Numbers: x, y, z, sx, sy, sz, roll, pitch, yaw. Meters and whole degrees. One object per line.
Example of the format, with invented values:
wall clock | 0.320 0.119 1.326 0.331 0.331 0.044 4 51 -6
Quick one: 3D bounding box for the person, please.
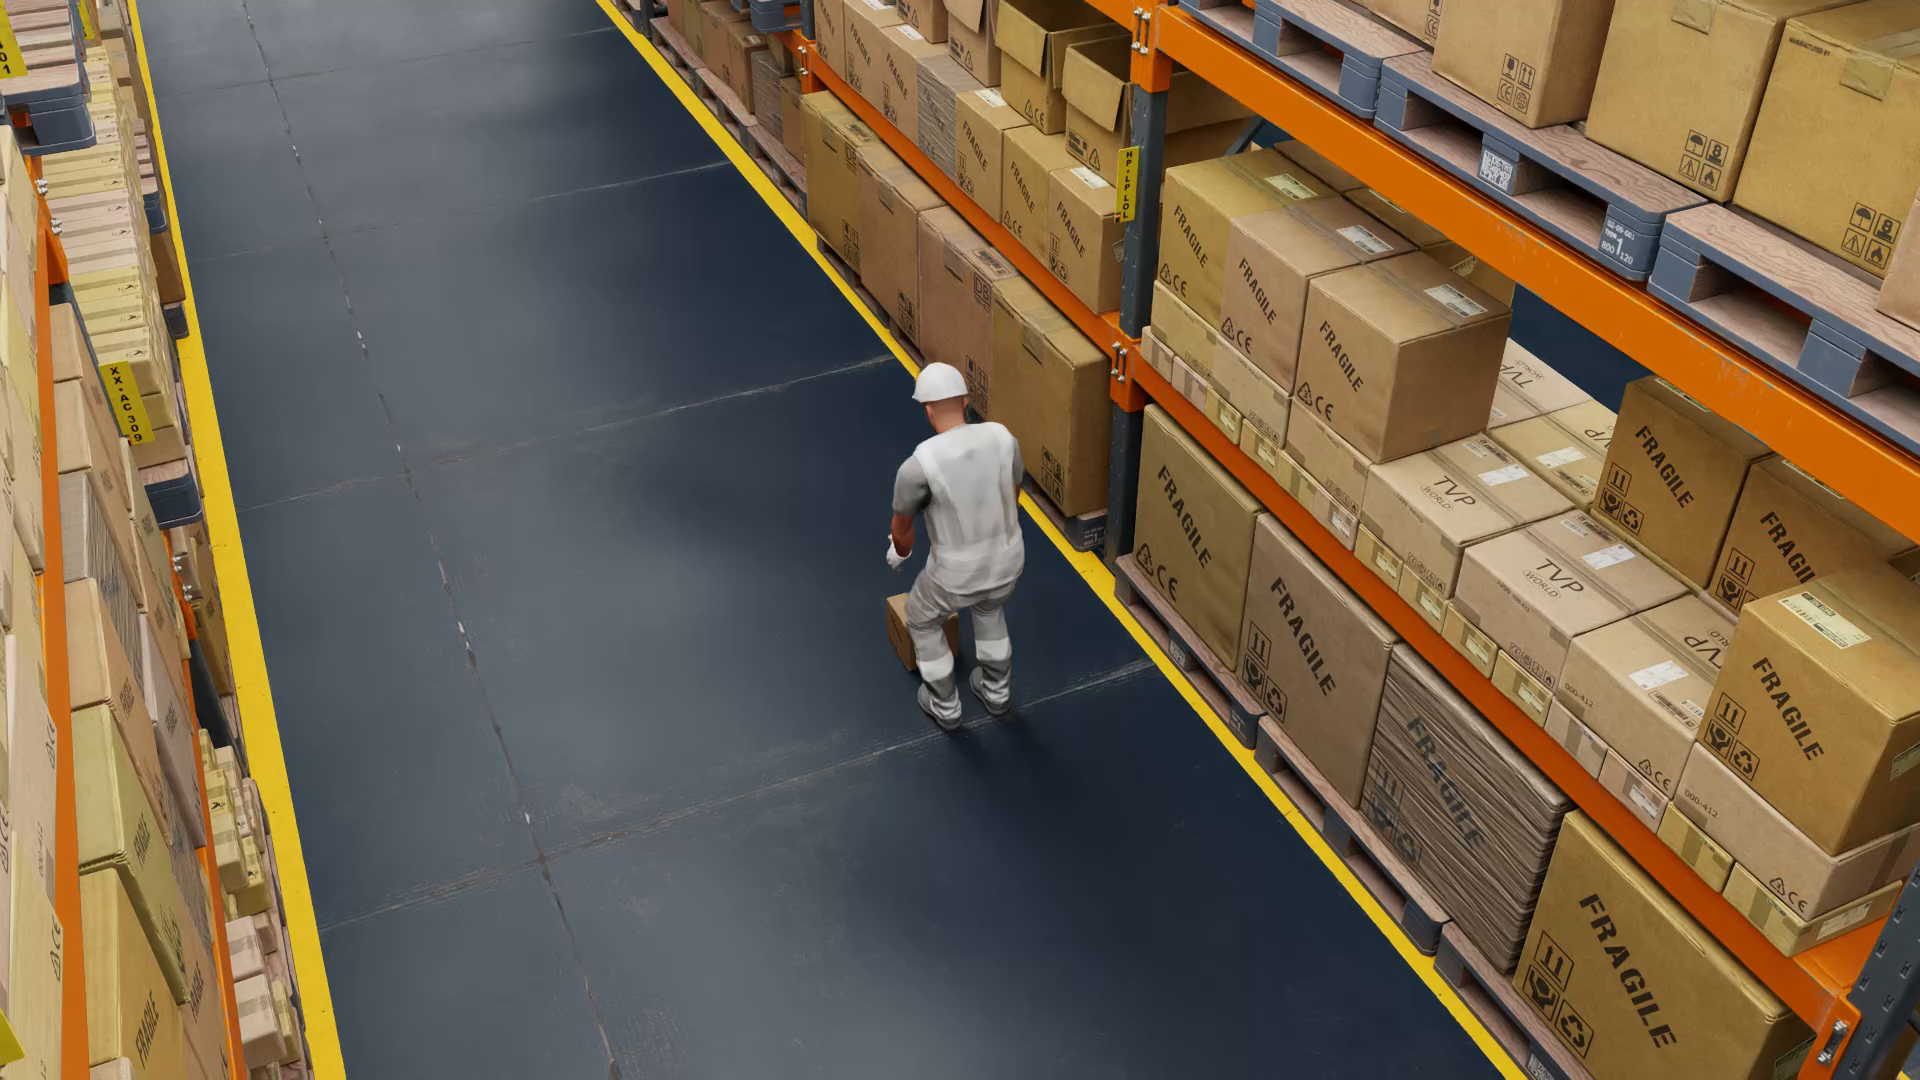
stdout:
person | -0.016 0.065 6.854 0.560 1.666 0.558 -15 39 -19
